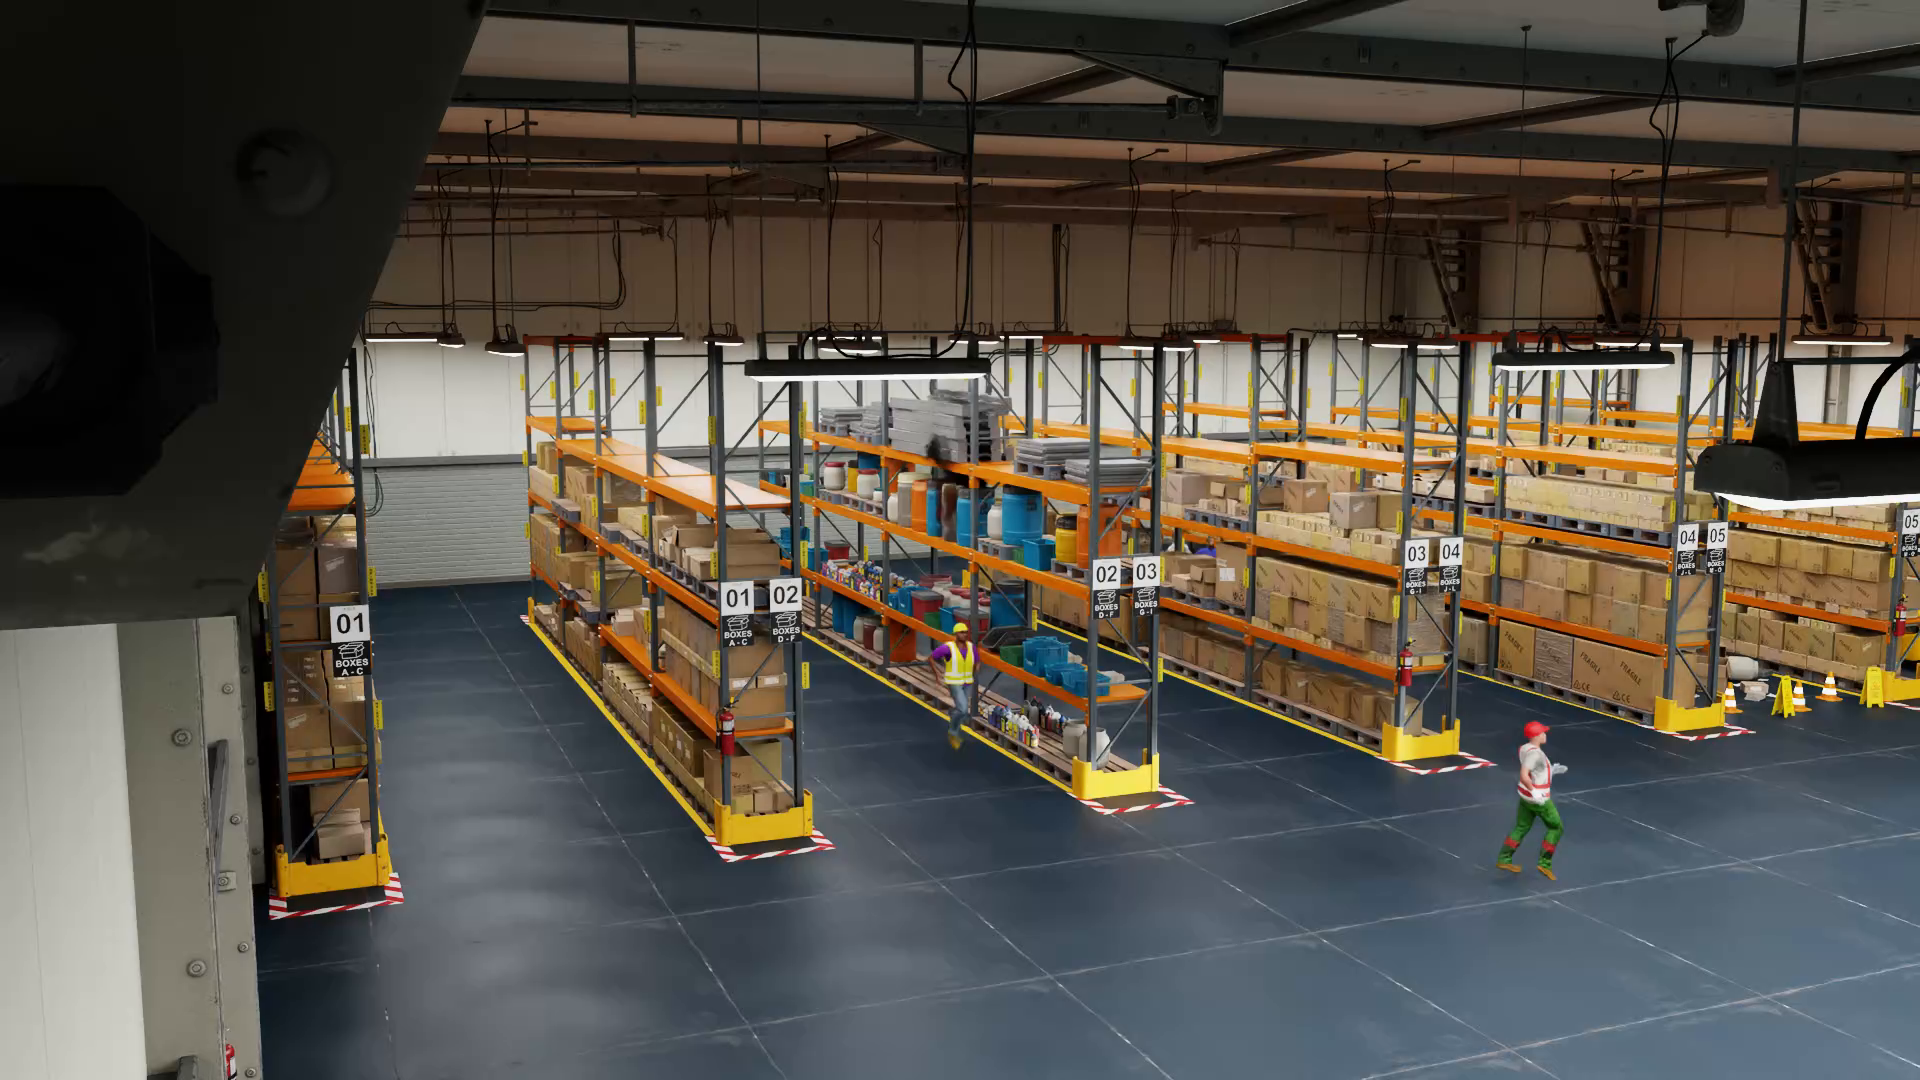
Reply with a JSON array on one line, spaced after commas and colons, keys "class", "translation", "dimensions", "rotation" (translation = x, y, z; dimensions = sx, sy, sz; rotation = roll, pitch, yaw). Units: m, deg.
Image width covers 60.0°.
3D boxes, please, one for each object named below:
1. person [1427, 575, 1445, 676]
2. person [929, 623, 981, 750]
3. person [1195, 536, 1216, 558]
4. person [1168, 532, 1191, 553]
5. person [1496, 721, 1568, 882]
[{"class": "person", "translation": [8.294, 1.488, 29.669], "dimensions": [0.654, 1.776, 0.985], "rotation": [-5, 9, -31]}, {"class": "person", "translation": [0.007, 2.065, 23.515], "dimensions": [0.692, 1.802, 0.660], "rotation": [-5, 9, -35]}, {"class": "person", "translation": [5.371, 0.820, 35.767], "dimensions": [0.537, 1.600, 0.709], "rotation": [-4, 9, -28]}, {"class": "person", "translation": [4.861, 0.626, 36.803], "dimensions": [0.637, 1.654, 0.613], "rotation": [-2, 8, -12]}, {"class": "person", "translation": [6.498, 2.956, 18.797], "dimensions": [0.769, 1.844, 0.643], "rotation": [-1, 8, -5]}]
